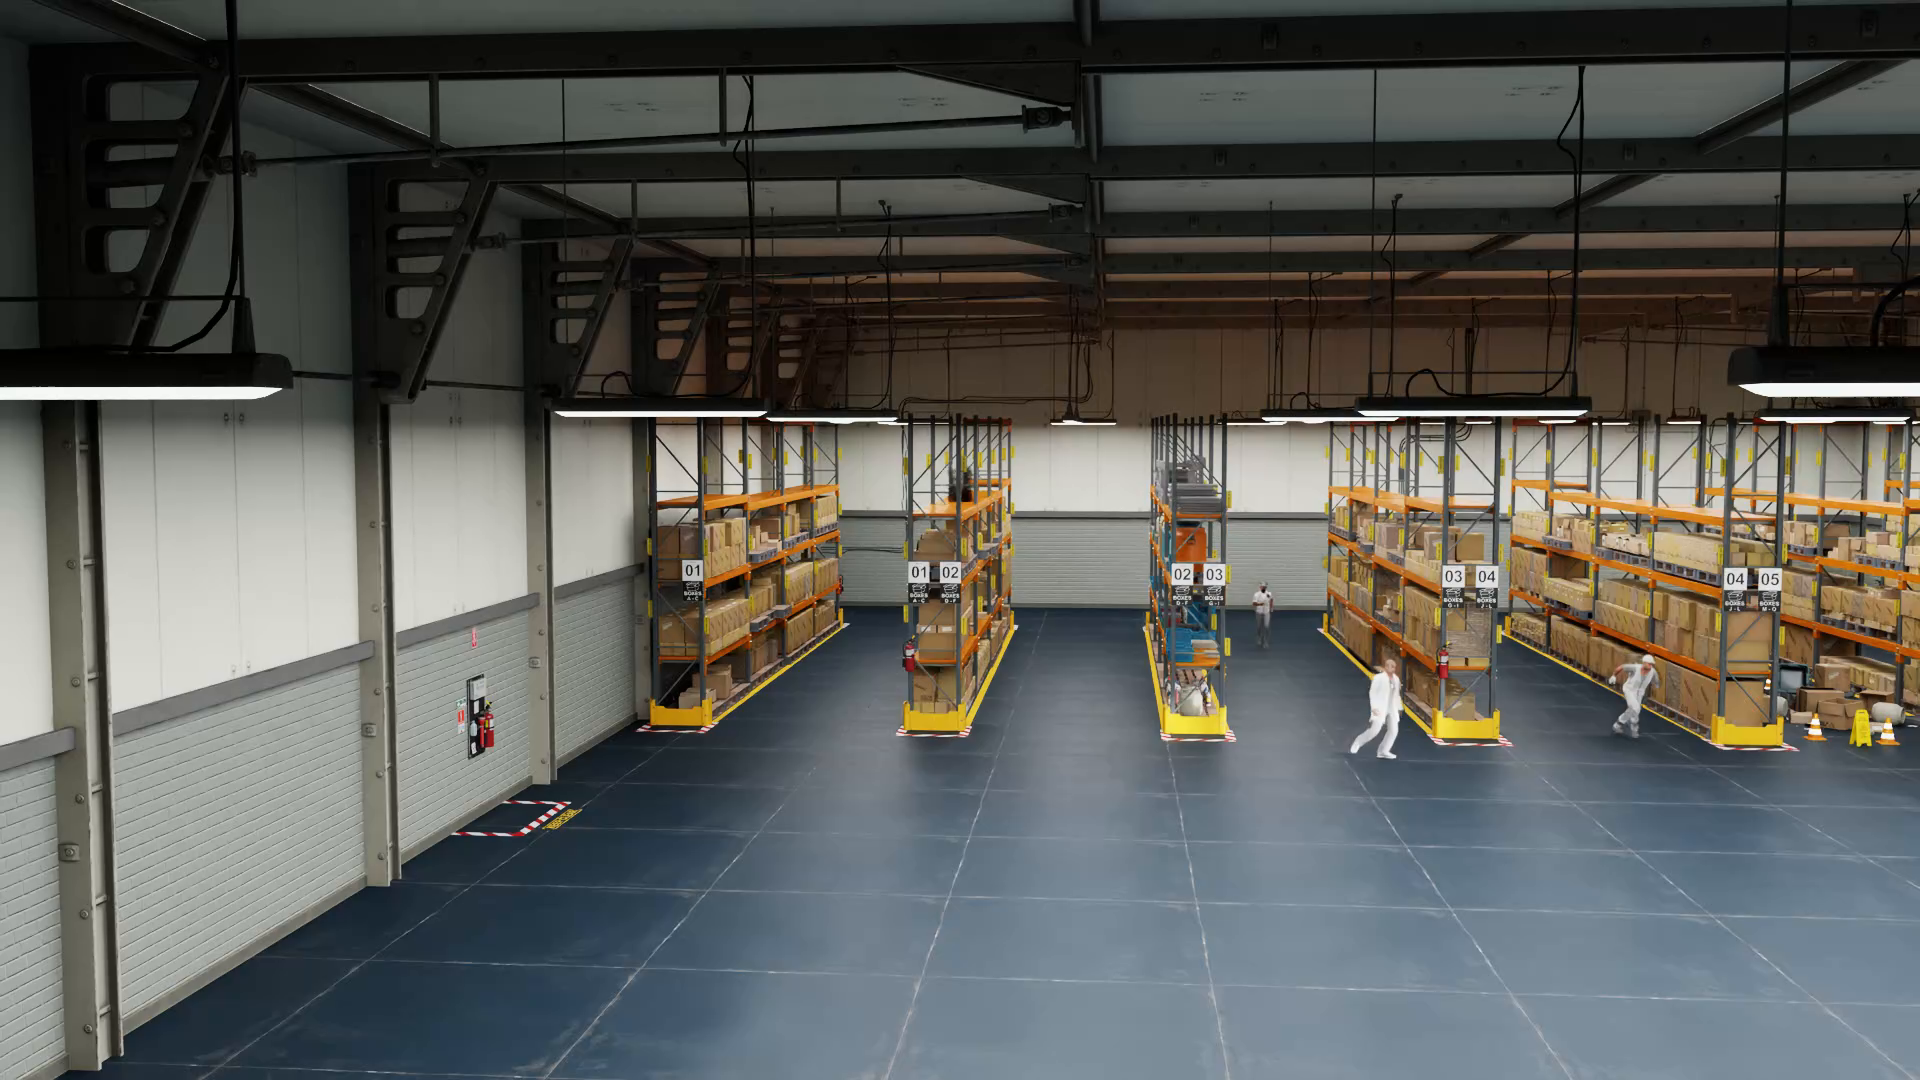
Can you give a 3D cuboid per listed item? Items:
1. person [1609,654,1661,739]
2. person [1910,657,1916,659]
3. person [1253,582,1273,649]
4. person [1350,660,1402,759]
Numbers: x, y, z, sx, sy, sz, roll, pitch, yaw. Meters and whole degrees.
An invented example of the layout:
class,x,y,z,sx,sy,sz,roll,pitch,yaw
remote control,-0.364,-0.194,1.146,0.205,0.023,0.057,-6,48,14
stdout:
class,x,y,z,sx,sy,sz,roll,pitch,yaw
person,12.448,2.848,30.633,0.673,1.564,1.111,-1,4,-10
person,21.942,2.418,38.123,0.644,1.534,0.799,-2,4,-23
person,7.929,1.942,43.539,0.559,1.740,0.861,0,4,4
person,7.245,2.967,28.810,0.876,1.608,0.654,-2,4,-22
